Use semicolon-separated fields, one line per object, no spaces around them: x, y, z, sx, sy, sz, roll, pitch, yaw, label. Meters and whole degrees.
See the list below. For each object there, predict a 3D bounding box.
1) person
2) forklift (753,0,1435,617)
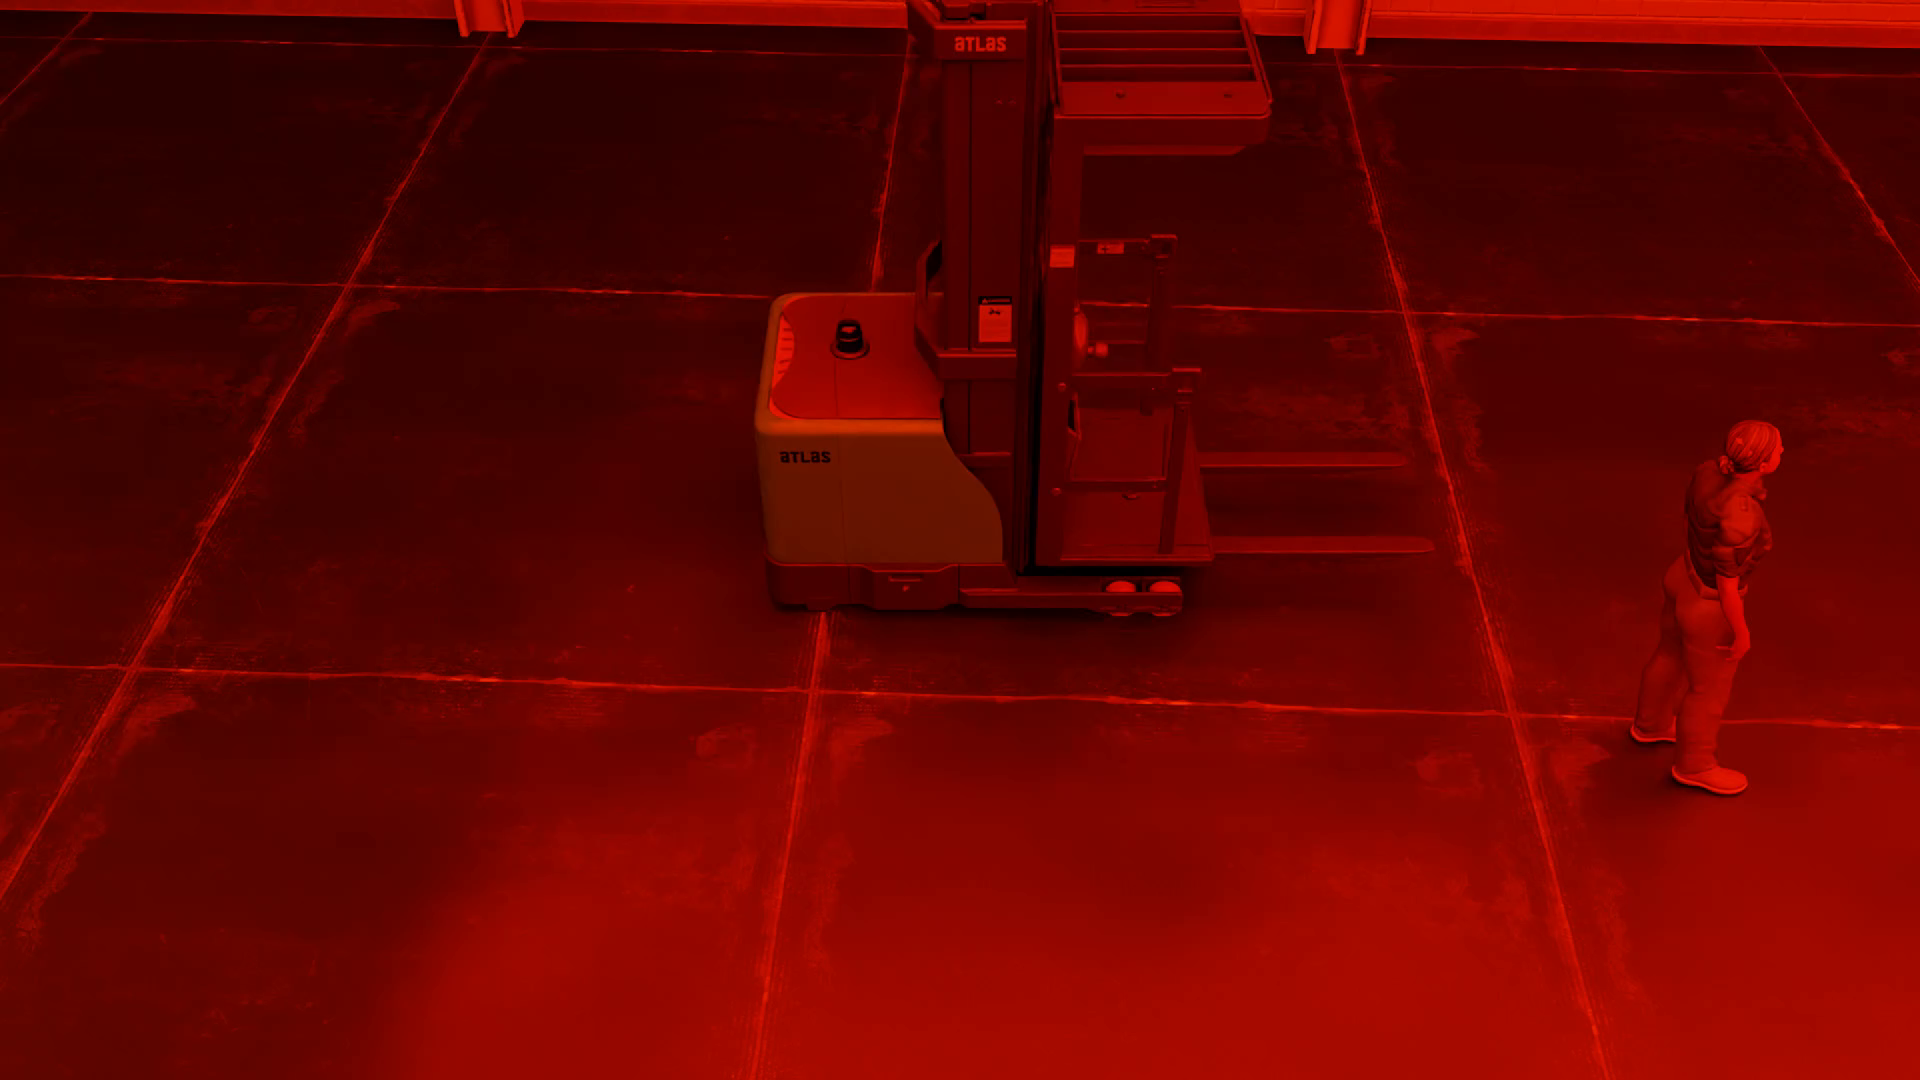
2.967;0.237;6.420;0.503;1.655;0.567;1;42;1;person
0.639;-1.096;6.943;3.031;2.935;1.130;0;42;0;forklift
